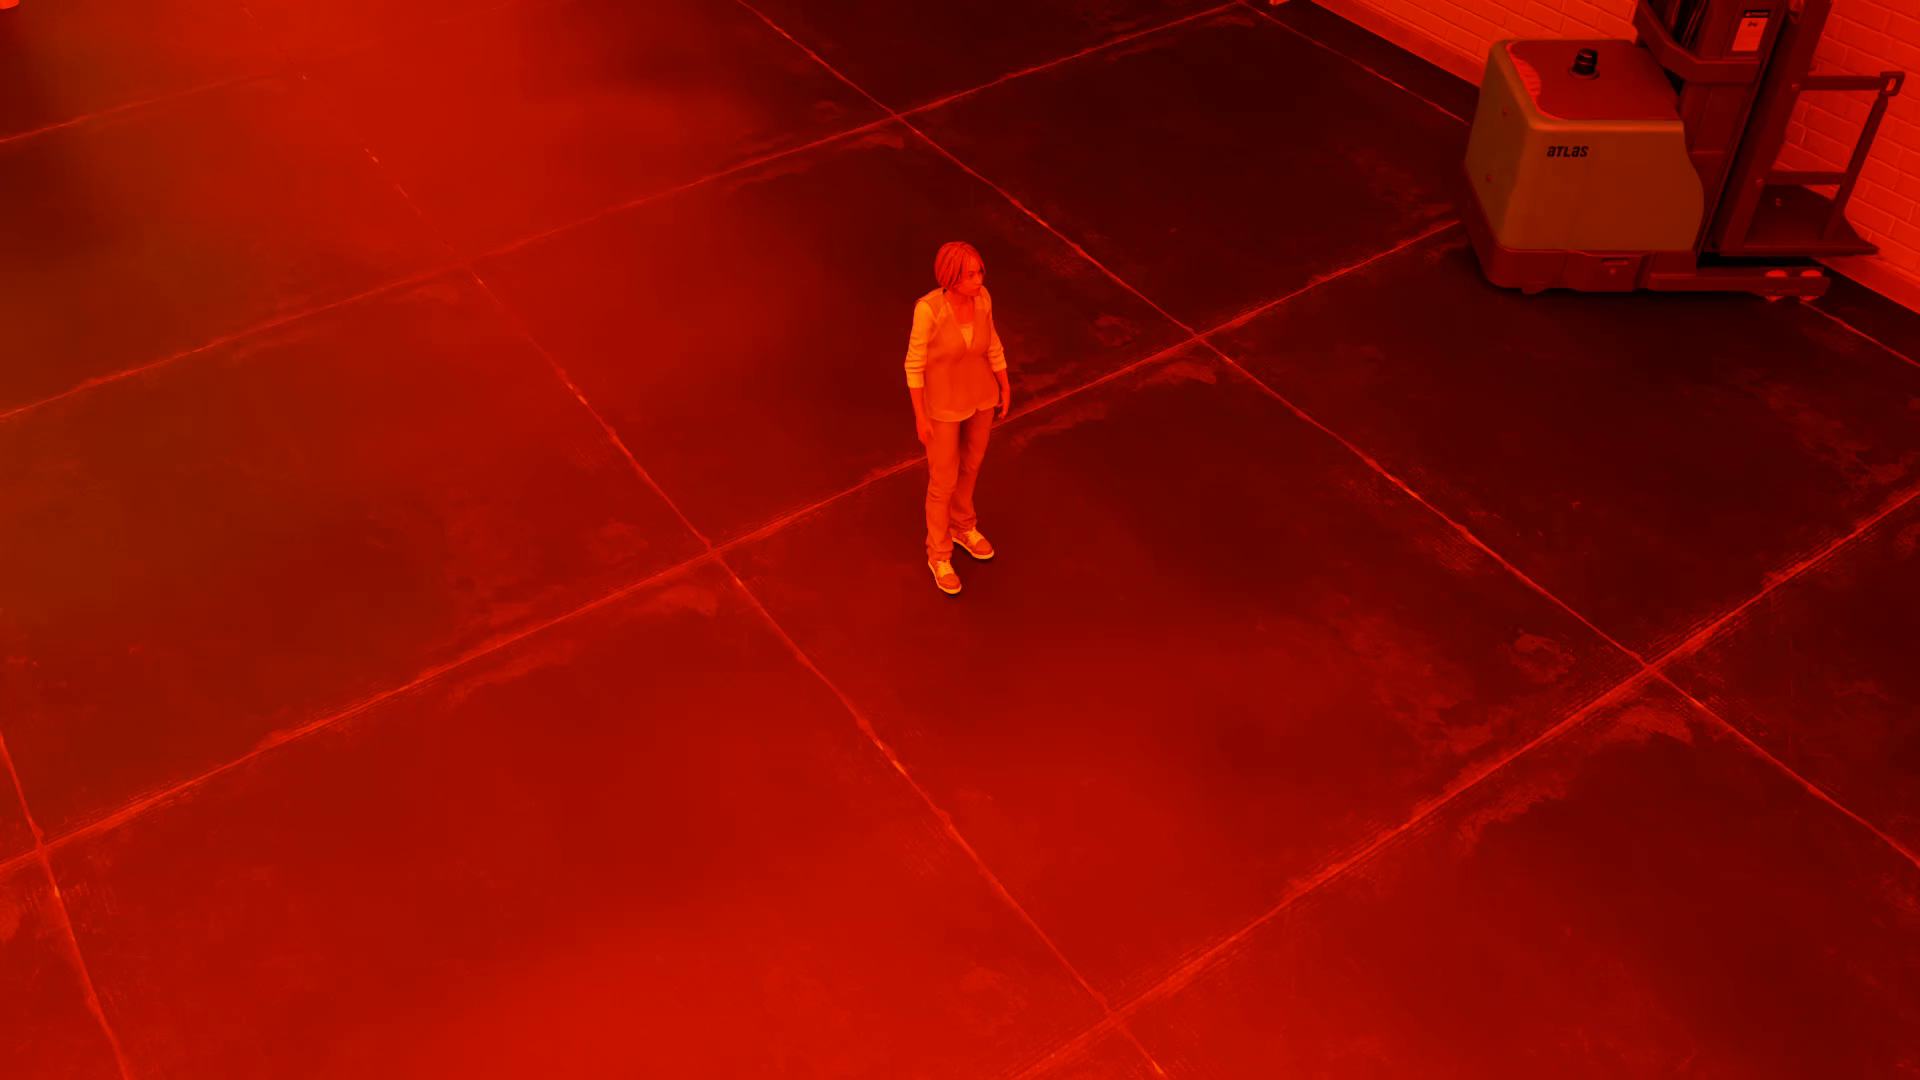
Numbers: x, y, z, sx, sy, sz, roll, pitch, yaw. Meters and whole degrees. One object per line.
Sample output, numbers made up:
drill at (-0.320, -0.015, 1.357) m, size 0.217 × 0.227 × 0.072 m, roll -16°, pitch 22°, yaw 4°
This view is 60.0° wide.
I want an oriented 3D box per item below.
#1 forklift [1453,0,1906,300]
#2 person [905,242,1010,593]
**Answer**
forklift at (4.480, -2.787, 8.740) m, size 3.031 × 2.935 × 1.130 m, roll 0°, pitch 43°, yaw 0°
person at (0.030, -0.546, 7.282) m, size 0.520 × 1.597 × 0.475 m, roll -25°, pitch 48°, yaw -25°
